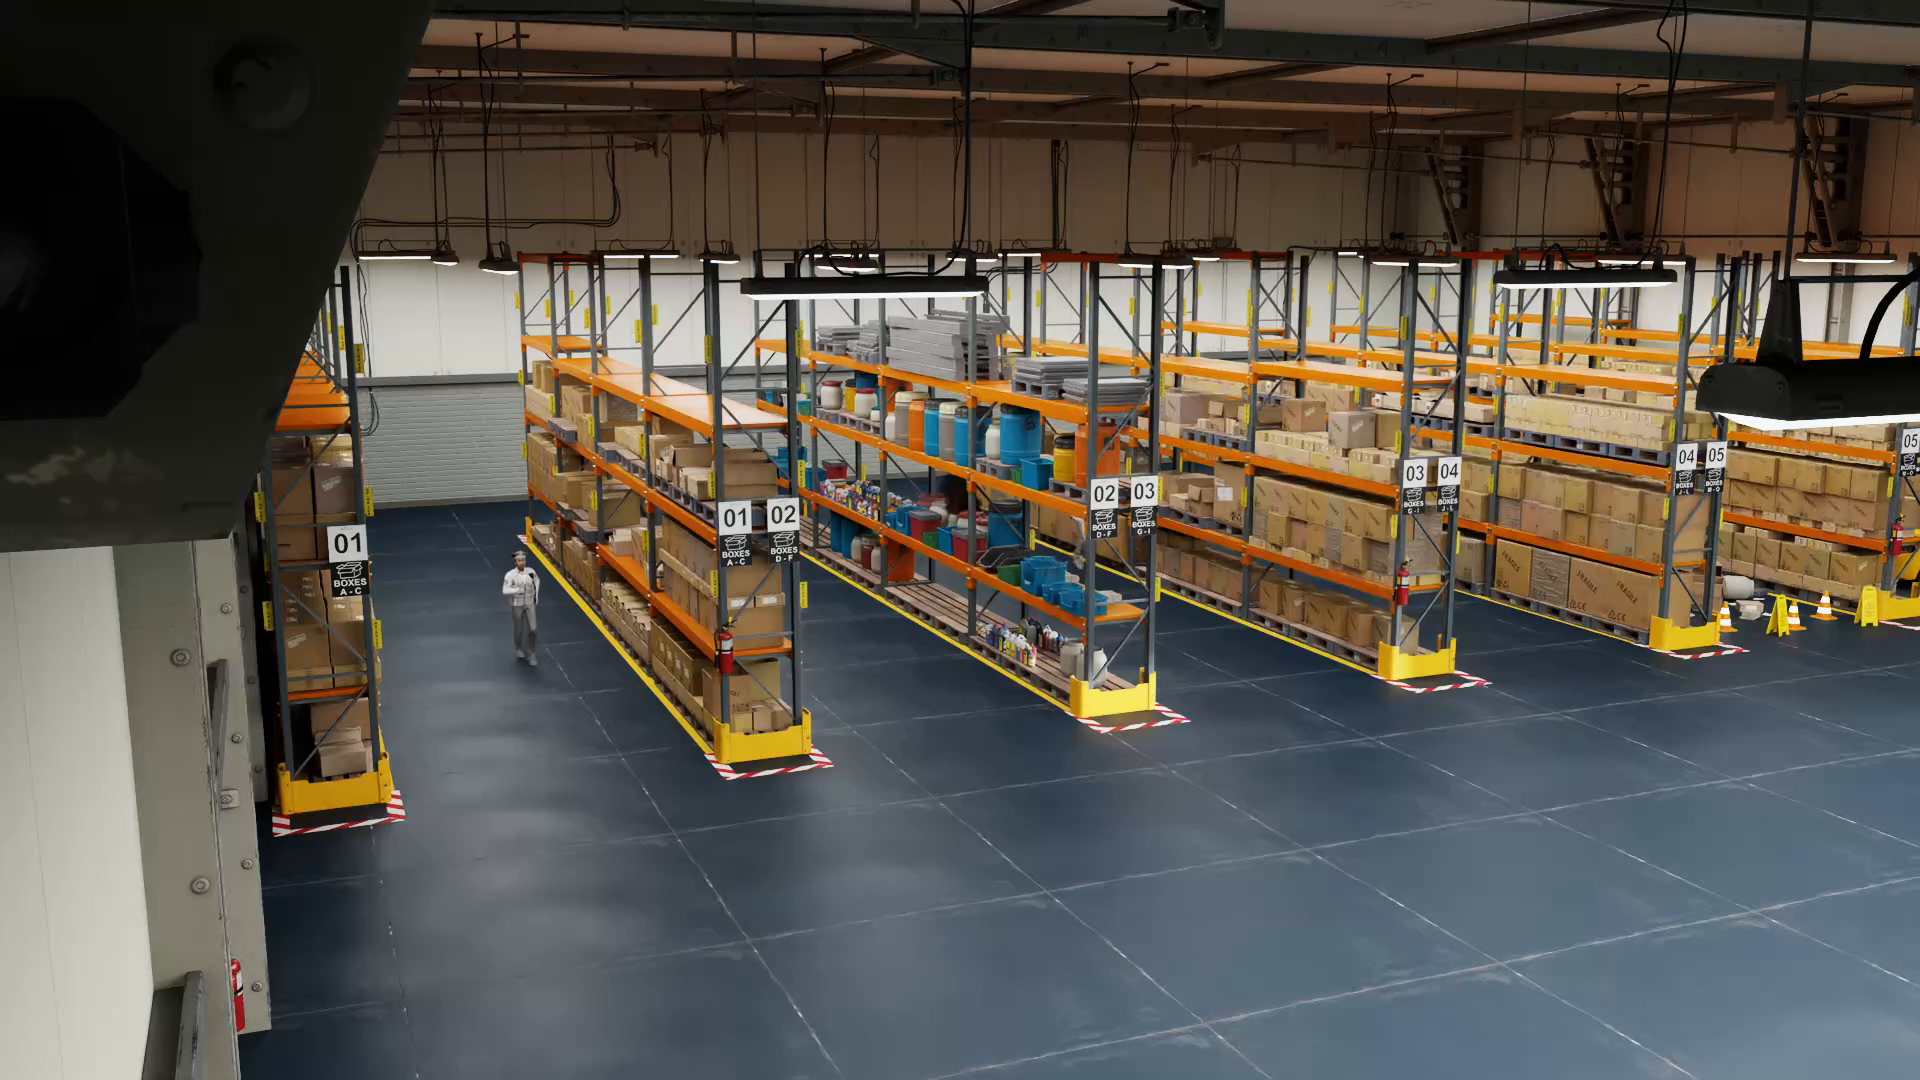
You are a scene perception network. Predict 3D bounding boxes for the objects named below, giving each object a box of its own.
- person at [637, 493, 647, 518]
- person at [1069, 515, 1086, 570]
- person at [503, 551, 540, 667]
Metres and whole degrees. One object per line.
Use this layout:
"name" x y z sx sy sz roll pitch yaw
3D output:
"person" -6.723 -0.842 35.182 0.637 1.611 0.702 -7 13 -34
"person" 2.310 -0.345 30.610 0.688 1.789 0.697 -6 12 -29
"person" -6.519 1.008 24.826 0.594 1.745 0.712 -5 11 -25
